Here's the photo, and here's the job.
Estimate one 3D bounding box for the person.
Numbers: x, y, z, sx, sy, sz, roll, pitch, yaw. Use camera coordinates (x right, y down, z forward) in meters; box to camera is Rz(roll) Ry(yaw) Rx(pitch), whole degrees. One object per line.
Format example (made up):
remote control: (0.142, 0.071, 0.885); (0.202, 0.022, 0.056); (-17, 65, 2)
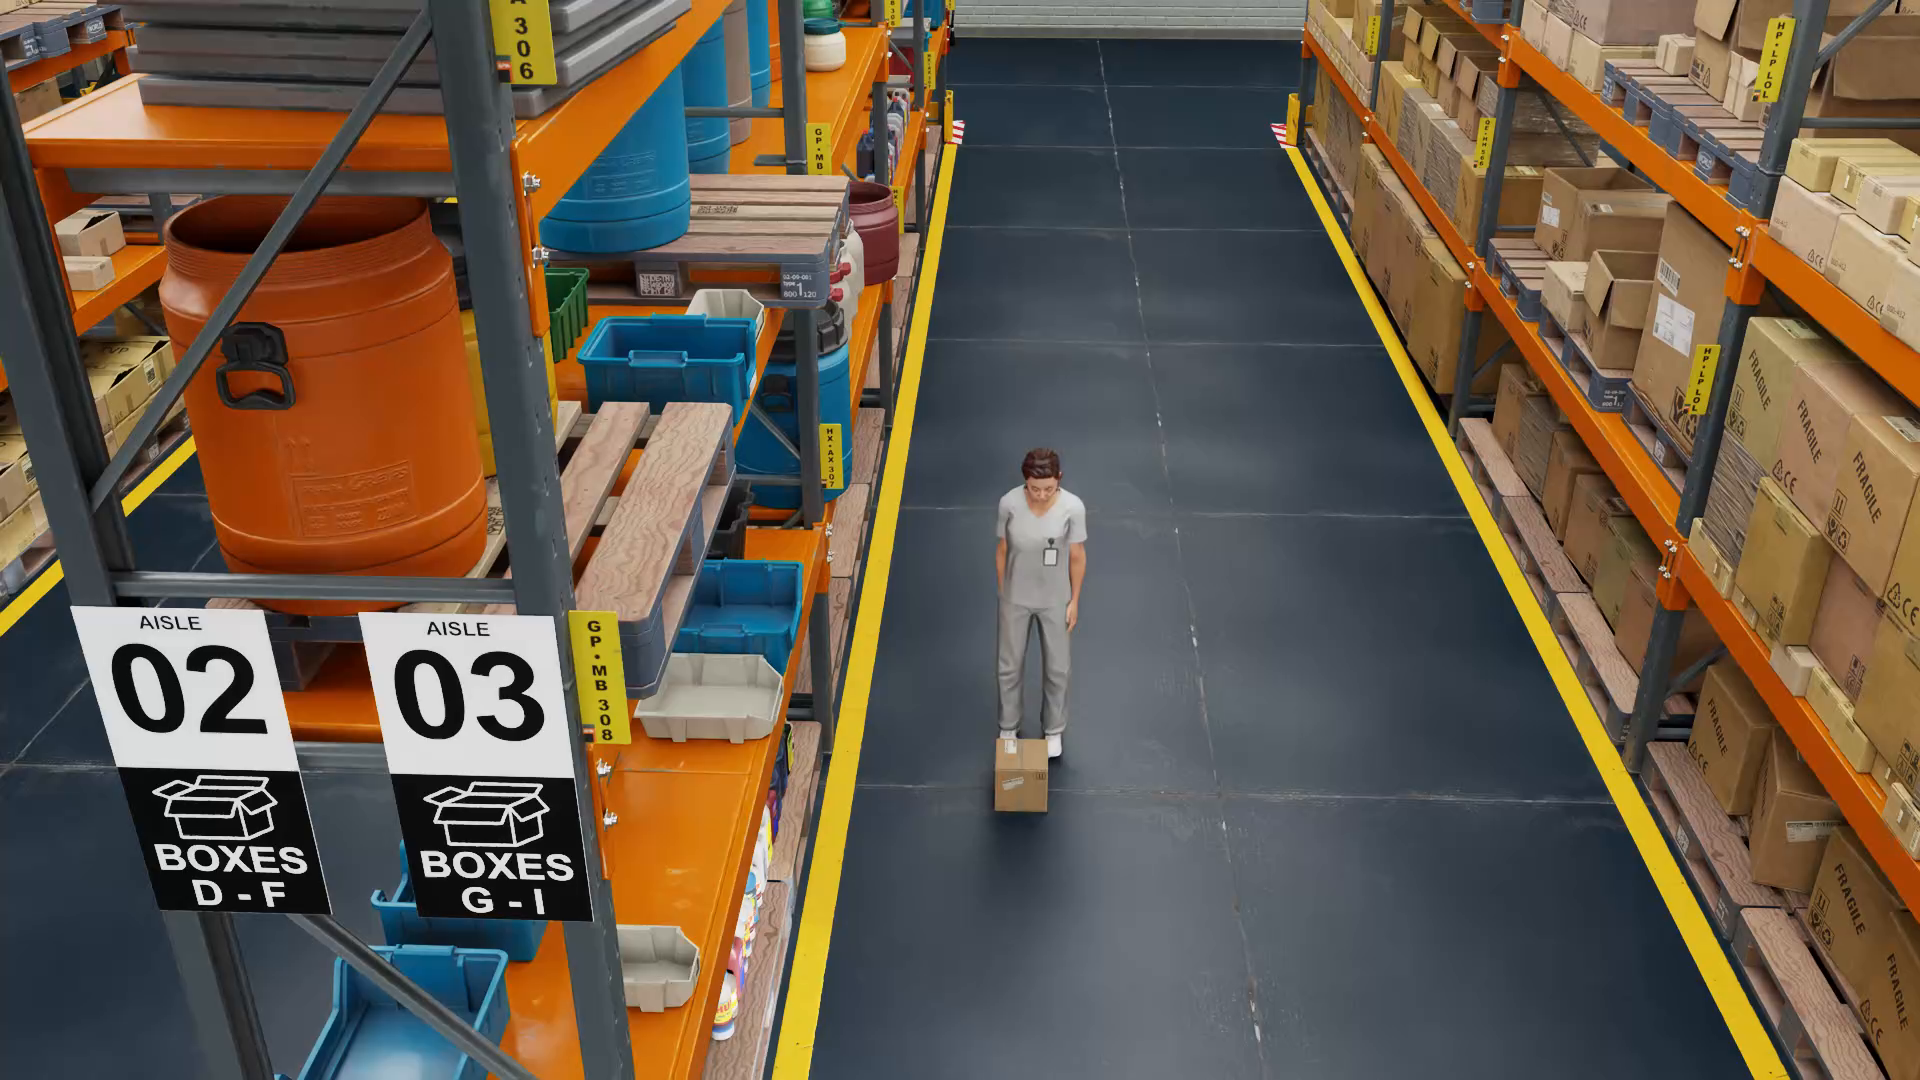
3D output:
person: (0.387, 0.287, 8.104); (0.447, 1.665, 0.354); (4, 28, 7)
